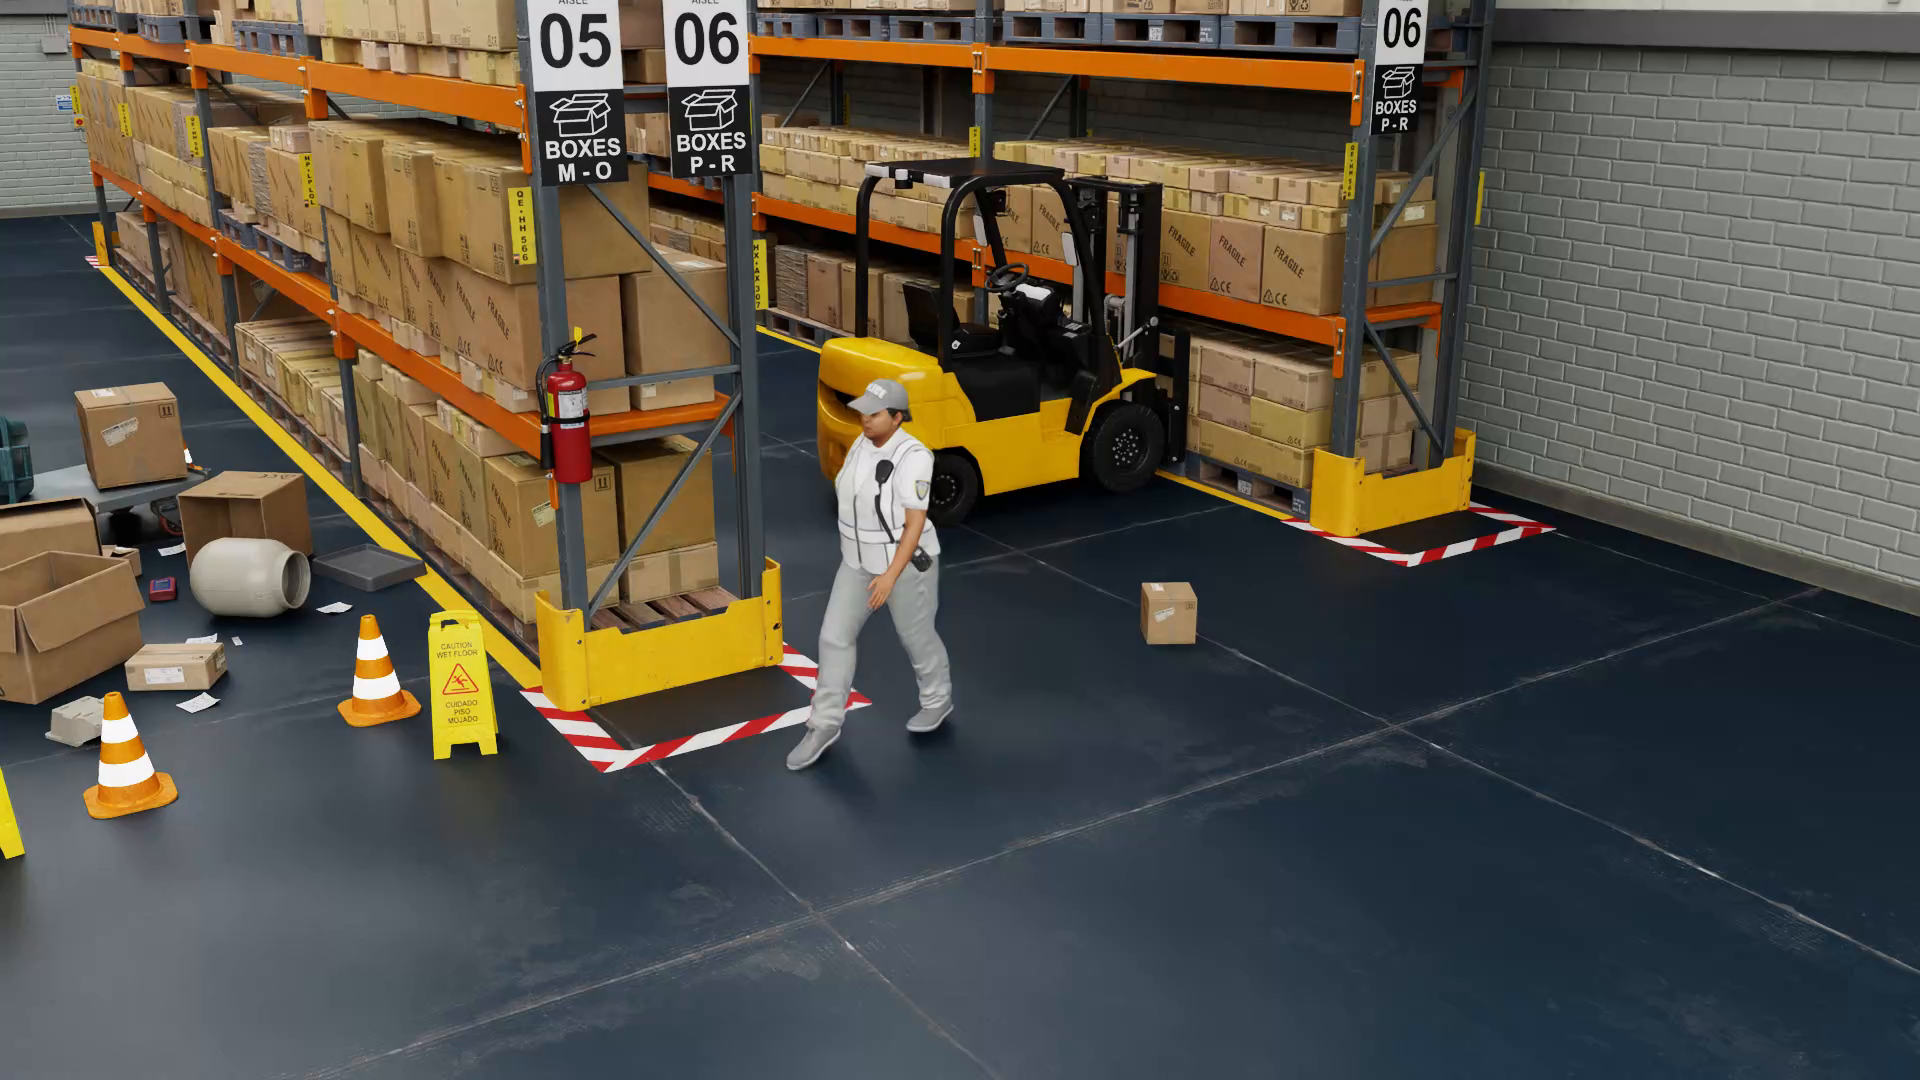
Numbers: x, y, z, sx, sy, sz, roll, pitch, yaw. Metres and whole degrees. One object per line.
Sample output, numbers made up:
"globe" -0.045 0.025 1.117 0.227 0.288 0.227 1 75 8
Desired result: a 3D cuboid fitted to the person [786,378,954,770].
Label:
"person" -0.357 0.133 7.154 0.495 1.668 0.848 15 24 39
